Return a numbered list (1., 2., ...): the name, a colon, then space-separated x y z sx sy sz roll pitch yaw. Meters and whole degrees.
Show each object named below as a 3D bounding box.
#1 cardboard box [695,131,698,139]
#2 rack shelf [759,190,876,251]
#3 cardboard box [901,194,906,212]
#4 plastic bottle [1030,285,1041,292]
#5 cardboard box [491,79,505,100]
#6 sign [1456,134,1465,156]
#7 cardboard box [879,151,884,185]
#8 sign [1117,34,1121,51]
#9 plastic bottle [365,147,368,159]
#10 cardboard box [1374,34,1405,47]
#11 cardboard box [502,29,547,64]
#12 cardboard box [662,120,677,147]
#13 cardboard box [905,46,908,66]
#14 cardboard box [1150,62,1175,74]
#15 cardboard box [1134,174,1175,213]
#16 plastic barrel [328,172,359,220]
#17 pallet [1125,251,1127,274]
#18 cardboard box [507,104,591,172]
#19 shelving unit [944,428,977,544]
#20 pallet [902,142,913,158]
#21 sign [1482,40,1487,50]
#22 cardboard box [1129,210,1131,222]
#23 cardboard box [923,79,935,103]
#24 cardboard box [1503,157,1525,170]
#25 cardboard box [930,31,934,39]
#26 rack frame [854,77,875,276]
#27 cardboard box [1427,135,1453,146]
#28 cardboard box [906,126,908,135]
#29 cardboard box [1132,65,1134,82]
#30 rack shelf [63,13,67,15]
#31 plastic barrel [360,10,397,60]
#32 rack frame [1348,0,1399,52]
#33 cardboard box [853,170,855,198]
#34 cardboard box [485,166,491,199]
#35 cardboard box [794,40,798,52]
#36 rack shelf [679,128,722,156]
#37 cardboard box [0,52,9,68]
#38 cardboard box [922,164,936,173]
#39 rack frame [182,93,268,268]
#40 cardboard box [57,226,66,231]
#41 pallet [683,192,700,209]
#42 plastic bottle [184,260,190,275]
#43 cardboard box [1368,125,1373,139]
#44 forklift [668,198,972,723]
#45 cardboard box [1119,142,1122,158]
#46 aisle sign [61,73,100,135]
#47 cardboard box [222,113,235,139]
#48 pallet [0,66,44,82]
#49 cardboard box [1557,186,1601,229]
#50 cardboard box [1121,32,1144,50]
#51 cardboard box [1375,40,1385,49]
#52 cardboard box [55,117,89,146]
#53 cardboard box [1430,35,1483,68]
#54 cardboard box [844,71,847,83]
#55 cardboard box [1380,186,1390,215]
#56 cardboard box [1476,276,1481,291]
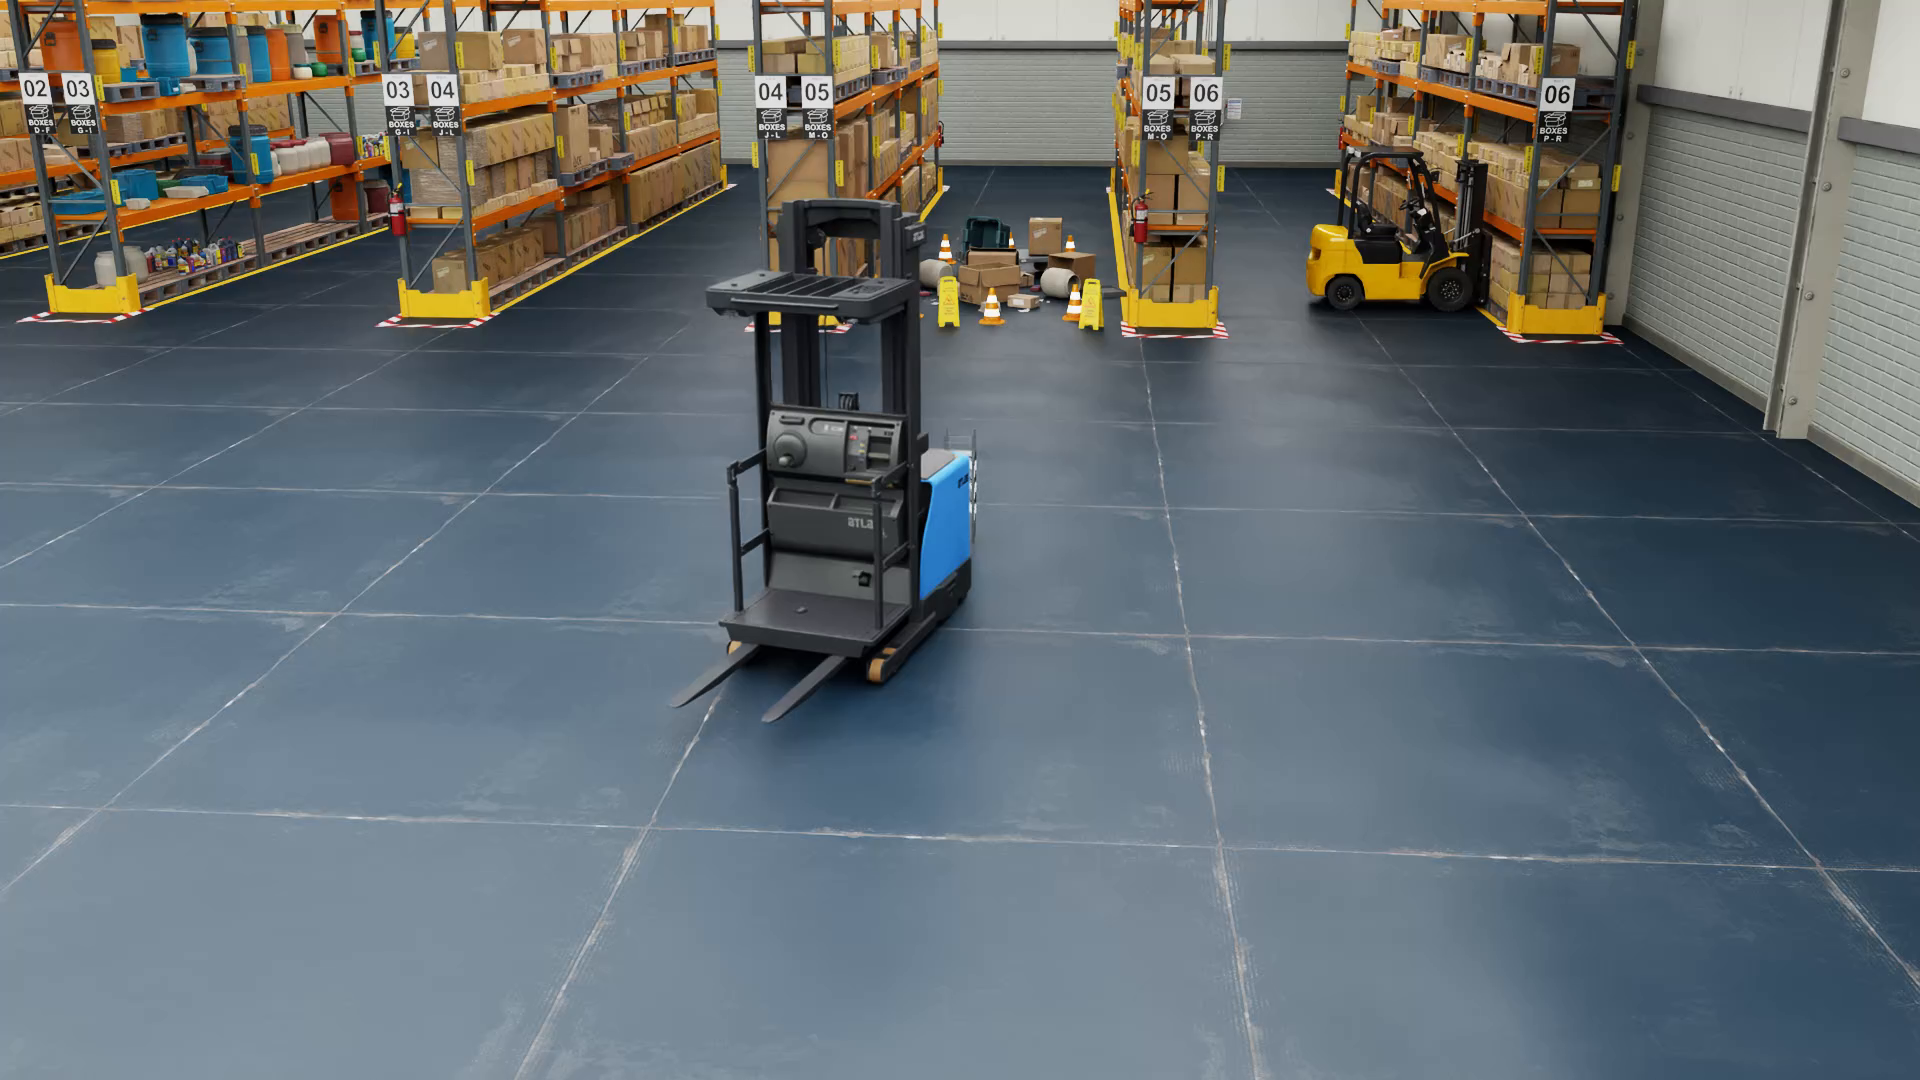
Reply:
1. cardboard box: -5.761 -8.586 35.211 0.380 0.149 0.250 1 18 5
2. rack shelf: -1.983 -4.628 23.886 1.077 0.370 4.000 1 18 4
3. cardboard box: -1.248 -6.059 30.438 0.500 0.500 0.500 1 18 2
4. plastic bottle: 1.142 -3.757 24.790 0.133 0.061 0.283 4 19 13
5. cardboard box: -6.704 -6.303 23.266 0.500 0.250 0.500 1 18 4
6. sign: 7.514 -5.924 24.953 0.100 0.325 0.005 1 18 4
7. cardboard box: -1.498 -5.953 26.613 0.500 0.500 0.500 1 18 4
8. sign: 3.125 -9.718 32.487 0.100 0.325 0.005 1 18 4
9. plastic bottle: -11.037 -7.185 30.851 0.097 0.201 0.097 0 18 0
10. cardboard box: 8.426 -9.782 32.603 0.500 0.250 0.500 1 18 4
11. cardboard box: -6.558 -7.440 25.053 0.500 0.500 0.500 1 18 2
12. cardboard box: -5.967 -8.114 33.209 0.500 0.500 0.500 1 18 4
13. cardboard box: -1.218 -8.633 29.976 0.500 0.500 0.500 1 18 4
14. cardboard box: 2.605 -6.146 21.667 0.380 0.149 0.250 2 18 5
15. cardboard box: 2.582 -4.633 22.108 0.500 0.500 0.500 1 18 3
16. plastic barrel: -11.415 -6.407 30.969 0.600 0.830 0.708 1 18 4
17. pallet: 3.159 -4.429 26.600 1.003 0.211 1.213 1 18 4
18. cardboard box: -6.583 -6.462 26.688 1.000 1.000 1.000 1 18 4
19. shelving unit: 0.001 -0.430 13.291 0.258 0.900 0.210 1 18 4
20. pallet: -1.452 -7.358 31.370 1.003 0.211 1.213 1 18 4
21. sign: 8.896 -8.339 28.280 0.100 0.325 0.005 1 18 4
22. cardboard box: 2.724 -4.855 24.918 0.380 0.149 0.250 2 18 5
23. cardboard box: -0.800 -9.677 35.895 0.500 0.500 0.500 1 18 2
24. cardboard box: 7.563 -5.092 22.464 0.380 0.149 0.250 2 18 5
25. cardboard box: -0.754 -10.751 35.397 0.380 0.149 0.250 2 18 5
26. rack frame: -1.840 -5.591 25.670 1.000 3.000 0.127 1 18 4
27. cardboard box: 8.009 -6.663 27.739 0.380 0.149 0.250 1 18 5
28. cardboard box: -1.189 -7.760 31.539 0.380 0.149 0.250 1 18 4
29. cardboard box: 2.800 -6.877 24.540 0.500 0.250 0.500 1 18 3
30. rack shelf: -20.885 -11.490 35.834 1.077 0.370 4.000 1 18 4
31. plastic barrel: -11.116 -9.658 31.785 0.600 0.901 0.708 1 18 4
32. rack frame: 8.916 -11.980 35.534 1.000 3.000 0.127 1 18 4
33. cardboard box: -1.965 -5.044 23.760 0.875 0.550 0.500 1 18 4
34. cardboard box: -7.083 -5.008 23.252 0.875 0.500 0.500 1 18 4
35. cardboard box: -2.386 -6.631 22.313 0.380 0.149 0.250 2 18 5
36. rack shelf: -6.063 -8.497 35.694 1.077 0.370 4.000 1 18 4
37. cardboard box: -16.462 -8.102 28.081 0.500 0.250 0.500 0 18 -1
38. cardboard box: -0.732 -8.116 36.322 0.380 0.149 0.250 1 18 3
39. rack frame: -11.720 -5.844 26.441 1.000 3.000 0.127 1 18 4
40. cardboard box: -16.240 -5.606 29.455 0.500 0.250 0.500 2 18 5
41. pallet: -6.074 -7.127 34.836 1.003 0.211 1.213 1 18 4
42. plastic bottle: -11.558 -4.069 24.812 0.097 0.201 0.097 0 18 0
43. cardboard box: 8.423 -8.121 33.153 0.500 0.250 0.500 2 18 5
44. forklift: -0.889 -0.616 10.597 1.130 2.935 3.031 6 19 19
45. cardboard box: 3.250 -7.320 31.187 0.500 0.250 0.500 1 18 3
46. aisle sign: -11.720 -5.808 22.156 0.394 0.787 0.004 1 18 4
47. cardboard box: -15.745 -8.799 35.299 0.500 0.500 0.500 2 18 5
48. pallet: -16.410 -7.974 28.426 1.003 0.211 1.213 2 18 6
49. cardboard box: 8.082 -4.355 21.737 0.500 0.500 0.500 2 18 6
50. cardboard box: 3.326 -9.402 31.647 0.500 0.500 0.500 1 18 3
51. cardboard box: 8.171 -9.499 31.868 0.380 0.149 0.250 2 18 6
52. cardboard box: -16.441 -7.643 31.097 0.700 0.500 0.500 -5 19 -15
53. cardboard box: 8.111 -7.986 27.166 0.700 0.500 0.500 1 18 3
54. cardboard box: -1.728 -6.237 22.392 0.380 0.149 0.250 1 18 4
55. cardboard box: 8.302 -6.433 31.579 0.500 0.500 0.500 1 18 2
56. cardboard box: 7.593 -3.677 23.570 0.500 0.250 0.500 2 18 6
